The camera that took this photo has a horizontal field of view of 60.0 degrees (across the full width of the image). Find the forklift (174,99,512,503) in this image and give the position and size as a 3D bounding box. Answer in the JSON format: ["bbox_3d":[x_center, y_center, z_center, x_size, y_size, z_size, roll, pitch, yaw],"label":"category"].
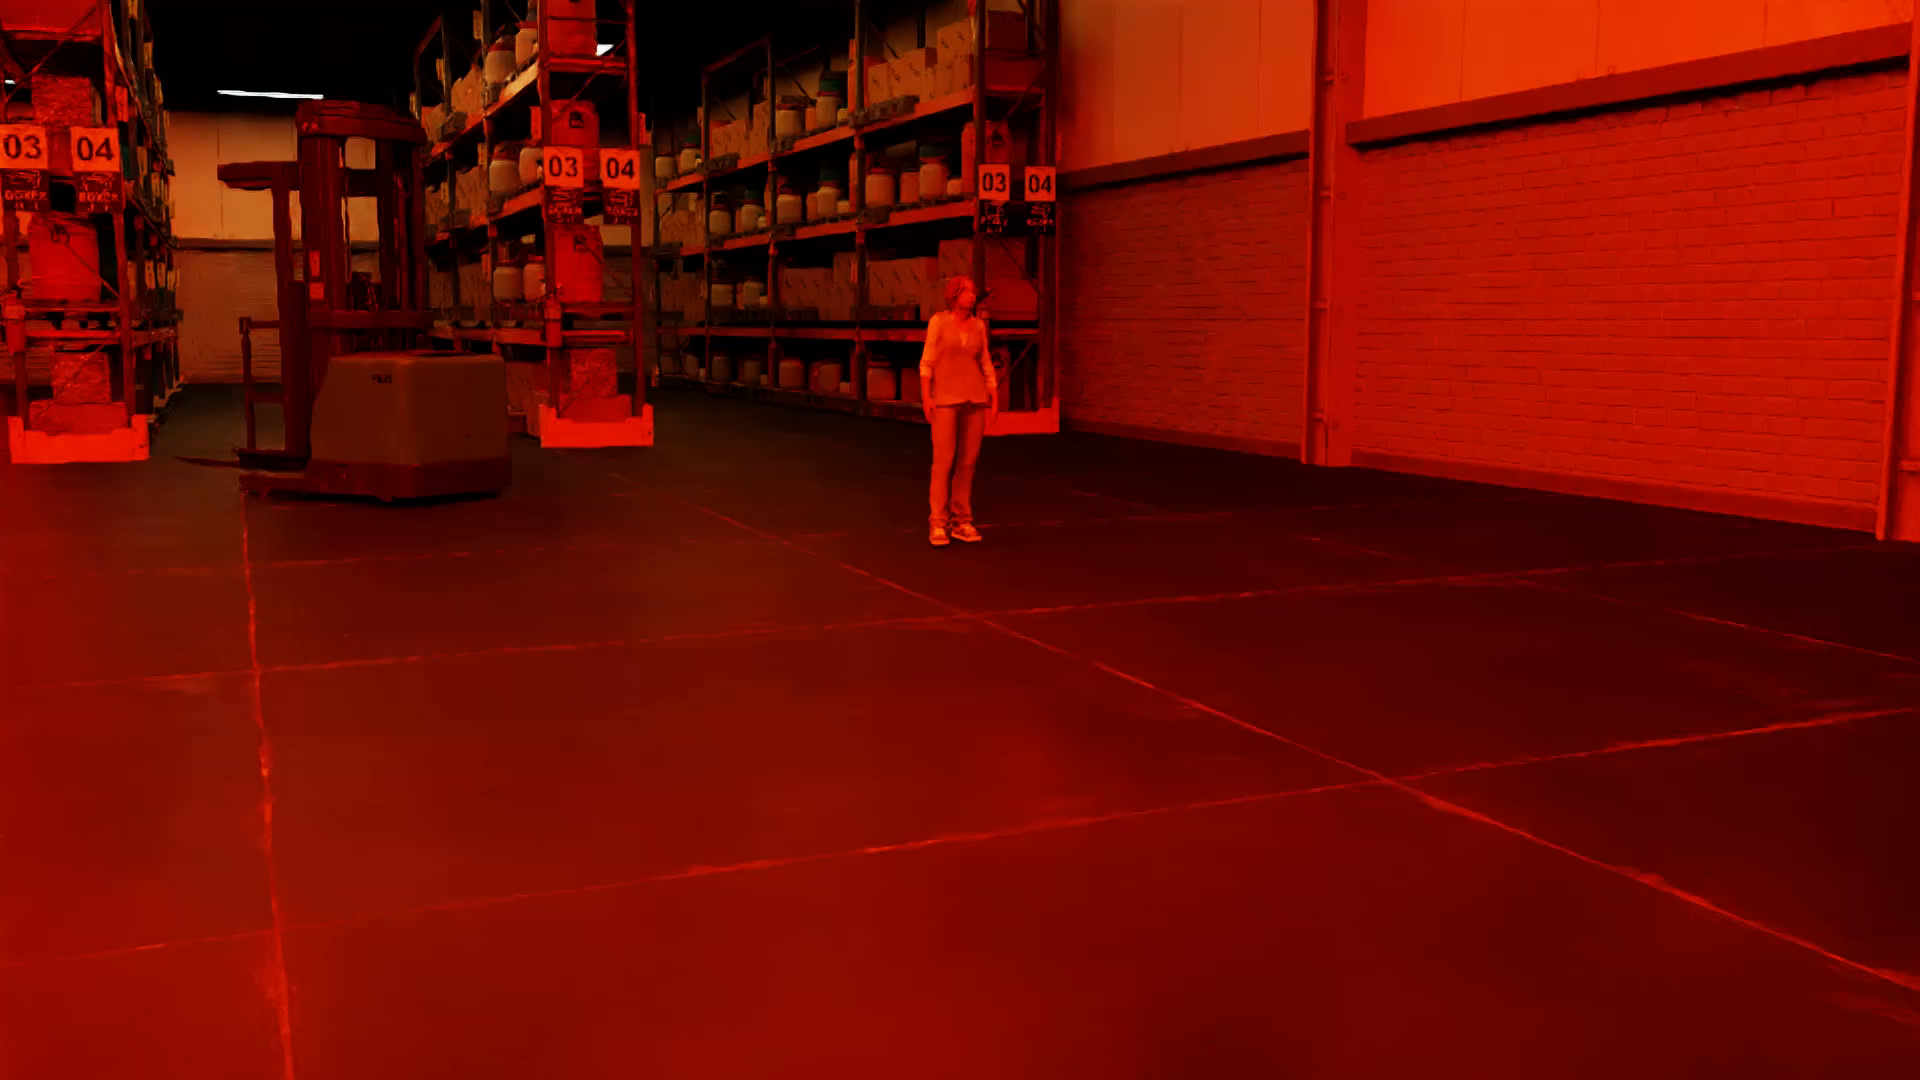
[{"bbox_3d":[-4.951,-1.841,12.902,3.031,2.935,1.130,5,9,31],"label":"forklift"}]

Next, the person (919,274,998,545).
[{"bbox_3d":[0.017,-0.789,9.976,0.521,1.597,0.474,-3,8,-23],"label":"person"}]
